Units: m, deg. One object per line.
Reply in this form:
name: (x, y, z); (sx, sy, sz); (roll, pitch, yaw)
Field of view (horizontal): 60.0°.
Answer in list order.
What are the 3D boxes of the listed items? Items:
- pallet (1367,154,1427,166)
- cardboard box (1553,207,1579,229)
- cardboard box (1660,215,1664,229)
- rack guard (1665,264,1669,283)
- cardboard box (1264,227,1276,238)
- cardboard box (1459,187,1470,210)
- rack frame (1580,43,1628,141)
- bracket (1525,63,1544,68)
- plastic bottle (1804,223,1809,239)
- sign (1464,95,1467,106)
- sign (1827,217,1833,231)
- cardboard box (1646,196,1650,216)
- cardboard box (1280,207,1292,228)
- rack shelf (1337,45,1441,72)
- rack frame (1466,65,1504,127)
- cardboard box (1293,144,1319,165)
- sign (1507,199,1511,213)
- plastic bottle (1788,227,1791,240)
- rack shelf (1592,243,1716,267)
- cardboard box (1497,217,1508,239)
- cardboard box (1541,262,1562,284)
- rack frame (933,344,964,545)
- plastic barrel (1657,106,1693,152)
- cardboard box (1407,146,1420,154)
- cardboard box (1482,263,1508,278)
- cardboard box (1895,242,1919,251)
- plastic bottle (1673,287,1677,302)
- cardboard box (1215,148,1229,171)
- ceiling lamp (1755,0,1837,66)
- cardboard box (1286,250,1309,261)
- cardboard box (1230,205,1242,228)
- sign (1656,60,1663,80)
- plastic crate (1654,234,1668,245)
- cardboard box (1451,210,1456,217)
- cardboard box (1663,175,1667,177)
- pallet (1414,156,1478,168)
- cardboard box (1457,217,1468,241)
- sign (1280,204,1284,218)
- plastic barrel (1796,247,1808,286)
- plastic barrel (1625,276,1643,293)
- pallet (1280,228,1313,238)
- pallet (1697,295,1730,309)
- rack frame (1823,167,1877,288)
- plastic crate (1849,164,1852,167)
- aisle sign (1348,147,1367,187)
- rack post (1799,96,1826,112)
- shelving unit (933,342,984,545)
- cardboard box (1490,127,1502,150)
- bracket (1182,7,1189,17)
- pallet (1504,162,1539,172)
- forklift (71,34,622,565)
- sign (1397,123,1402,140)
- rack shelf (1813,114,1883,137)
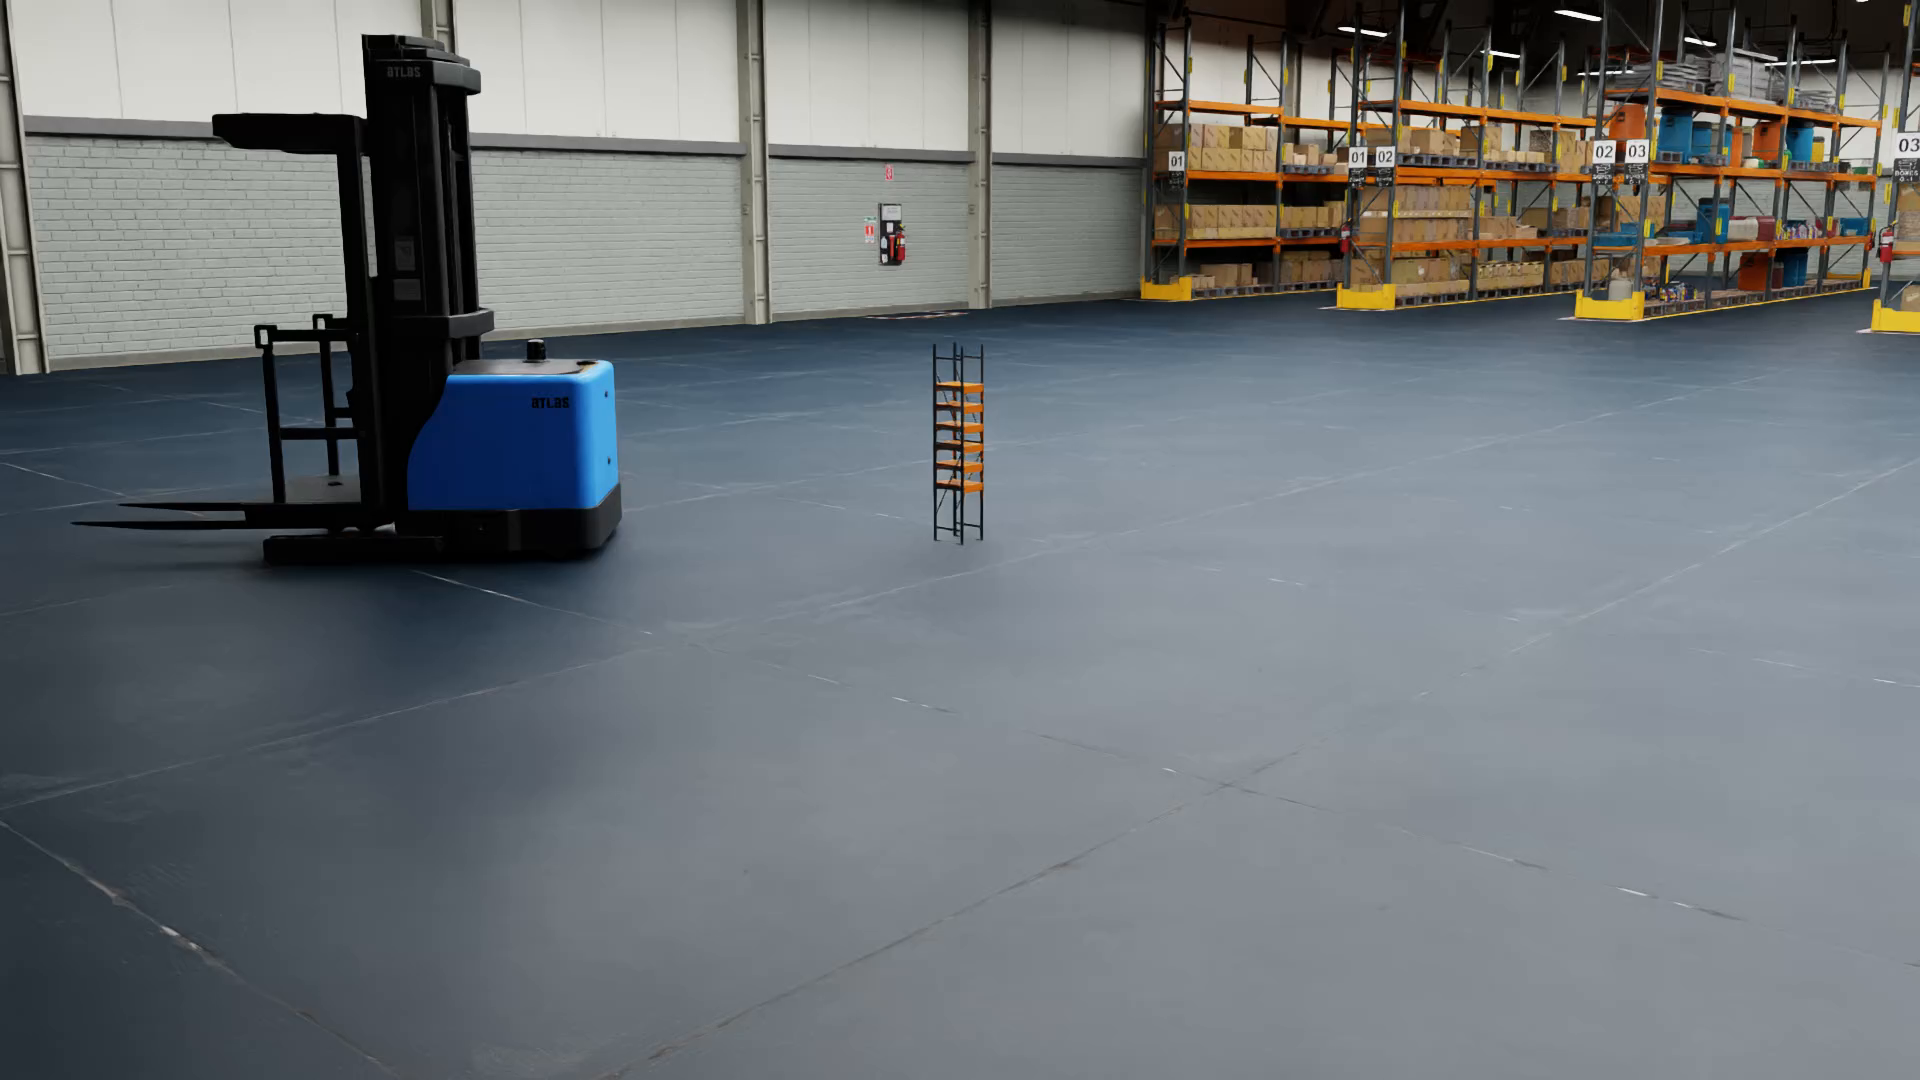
pallet: (8.758, -7.731, 33.825); (1.003, 0.211, 1.213); (10, 15, 40)
cardboard box: (14.631, -7.851, 40.535); (0.500, 0.500, 0.700); (-9, 14, -37)
cardboard box: (18.742, -8.504, 44.876); (0.500, 0.500, 0.500); (10, 15, 42)
rack guard: (18.783, -7.319, 45.581); (1.175, 0.500, 0.348); (10, 15, 40)
cardboard box: (7.104, -7.258, 39.224); (0.500, 0.250, 0.500); (10, 15, 40)
cardboard box: (10.624, -7.410, 36.085); (0.700, 0.500, 0.500); (10, 15, 41)
rack frame: (16.193, -10.910, 41.858); (1.000, 3.000, 0.127); (10, 15, 40)
bracket: (17.958, -14.689, 51.591); (0.076, 0.066, 3.189); (10, 15, 40)
plastic bottle: (19.428, -7.098, 38.216); (0.144, 0.351, 0.185); (10, 15, 40)
sign: (14.697, -12.747, 48.265); (0.100, 0.325, 0.005); (10, 15, 40)
sign: (20.323, -7.391, 38.852); (0.100, 0.325, 0.005); (10, 15, 40)
cardboard box: (17.736, -8.768, 43.643); (0.500, 0.500, 0.500); (10, 15, 42)
cardboard box: (7.550, -7.766, 40.057); (0.700, 0.500, 0.500); (10, 15, 41)
rack shelf: (11.149, -12.532, 43.334); (1.077, 0.370, 4.000); (10, 15, 40)
rack frame: (15.110, -12.138, 48.009); (1.000, 3.000, 0.127); (10, 15, 40)
cardboard box: (8.424, -9.408, 40.671); (0.500, 0.500, 0.500); (9, 14, 38)
sign: (13.139, -7.977, 39.738); (0.100, 0.325, 0.005); (10, 15, 40)
plastic bottle: (18.507, -6.847, 37.161); (0.097, 0.271, 0.097); (0, 11, 0)
rack shelf: (13.310, -5.503, 31.941); (1.077, 0.370, 4.000); (10, 15, 40)
cardboard box: (12.110, -7.102, 37.855); (0.500, 0.500, 0.500); (10, 15, 40)
cardboard box: (14.068, -6.399, 39.851); (0.500, 0.500, 0.500); (11, 15, 43)
rack frame: (-0.070, -0.573, 10.016); (0.240, 1.200, 0.006); (10, 15, 40)
plastic barrel: (13.893, -7.940, 32.296); (0.600, 0.901, 0.708); (10, 15, 40)
cardboard box: (9.181, -7.975, 34.035); (0.380, 0.149, 0.250); (10, 15, 40)
cardboard box: (12.047, -6.101, 37.617); (0.500, 0.311, 0.500); (9, 14, 38)
cardboard box: (15.744, -4.866, 27.559); (0.380, 0.149, 0.250); (10, 15, 40)
plastic bottle: (13.847, -4.761, 32.231); (0.097, 0.271, 0.097); (0, 11, 0)
cardboard box: (5.678, -8.540, 37.347); (0.500, 0.500, 0.500); (11, 16, 43)
ceiling lamp: (22.482, -14.432, 44.588); (2.000, 3.185, 0.800); (10, 15, 40)
cardboard box: (8.291, -7.041, 41.150); (0.500, 0.250, 0.500); (9, 15, 39)
cardboard box: (6.100, -7.402, 38.029); (0.500, 0.500, 0.500); (10, 15, 42)
sign: (12.400, -8.329, 29.471); (0.100, 0.325, 0.005); (10, 15, 40)
plastic crate: (13.522, -5.883, 32.547); (0.450, 0.188, 0.662); (10, 15, 40)
cardboard box: (10.385, -6.977, 35.571); (0.380, 0.149, 0.250); (10, 15, 40)
cardboard box: (18.692, -9.844, 44.564); (0.500, 0.250, 0.500); (10, 15, 40)
pallet: (10.369, -8.090, 35.623); (1.003, 0.211, 1.213); (10, 15, 40)
cardboard box: (10.624, -6.774, 36.212); (0.700, 0.500, 0.500); (9, 15, 39)
sign: (7.601, -7.786, 39.326); (0.100, 0.325, 0.005); (10, 15, 40)
plastic barrel: (19.539, -6.426, 39.011); (0.600, 0.901, 0.708); (10, 15, 40)
plastic barrel: (12.698, -4.728, 31.503); (0.421, 0.512, 0.421); (0, 11, 0)
pallet: (7.802, -7.430, 40.244); (1.003, 0.211, 1.213); (10, 15, 40)
pallet: (15.120, -4.903, 34.220); (1.003, 0.211, 1.213); (10, 15, 40)
rack frame: (22.552, -7.915, 42.183); (1.000, 3.000, 0.127); (10, 15, 40)
plastic crate: (22.088, -9.302, 41.799); (0.497, 0.269, 0.590); (10, 15, 40)
aisle sign: (8.008, -7.505, 33.493); (0.394, 0.787, 0.004); (10, 15, 40)
rack post: (18.671, -9.709, 37.125); (0.954, 0.300, 0.937); (-10, 15, -41)
shelving unit: (-0.010, -0.586, 10.083); (0.258, 1.200, 0.189); (10, 15, 40)
cardboard box: (11.707, -8.934, 37.022); (0.500, 0.500, 0.500); (-10, 15, -42)
bracket: (4.901, -11.779, 37.022); (0.235, 0.232, 0.430); (10, 15, 40)
pallet: (12.436, -8.481, 37.841); (1.003, 0.211, 1.213); (11, 16, 43)
forklift: (-3.625, -1.399, 9.730); (3.031, 2.935, 1.130); (-1, 11, -3)
sign: (8.685, -8.068, 32.855); (0.100, 0.325, 0.005); (10, 15, 40)
rack shelf: (21.232, -10.014, 40.232); (1.077, 0.370, 4.000); (10, 15, 40)
